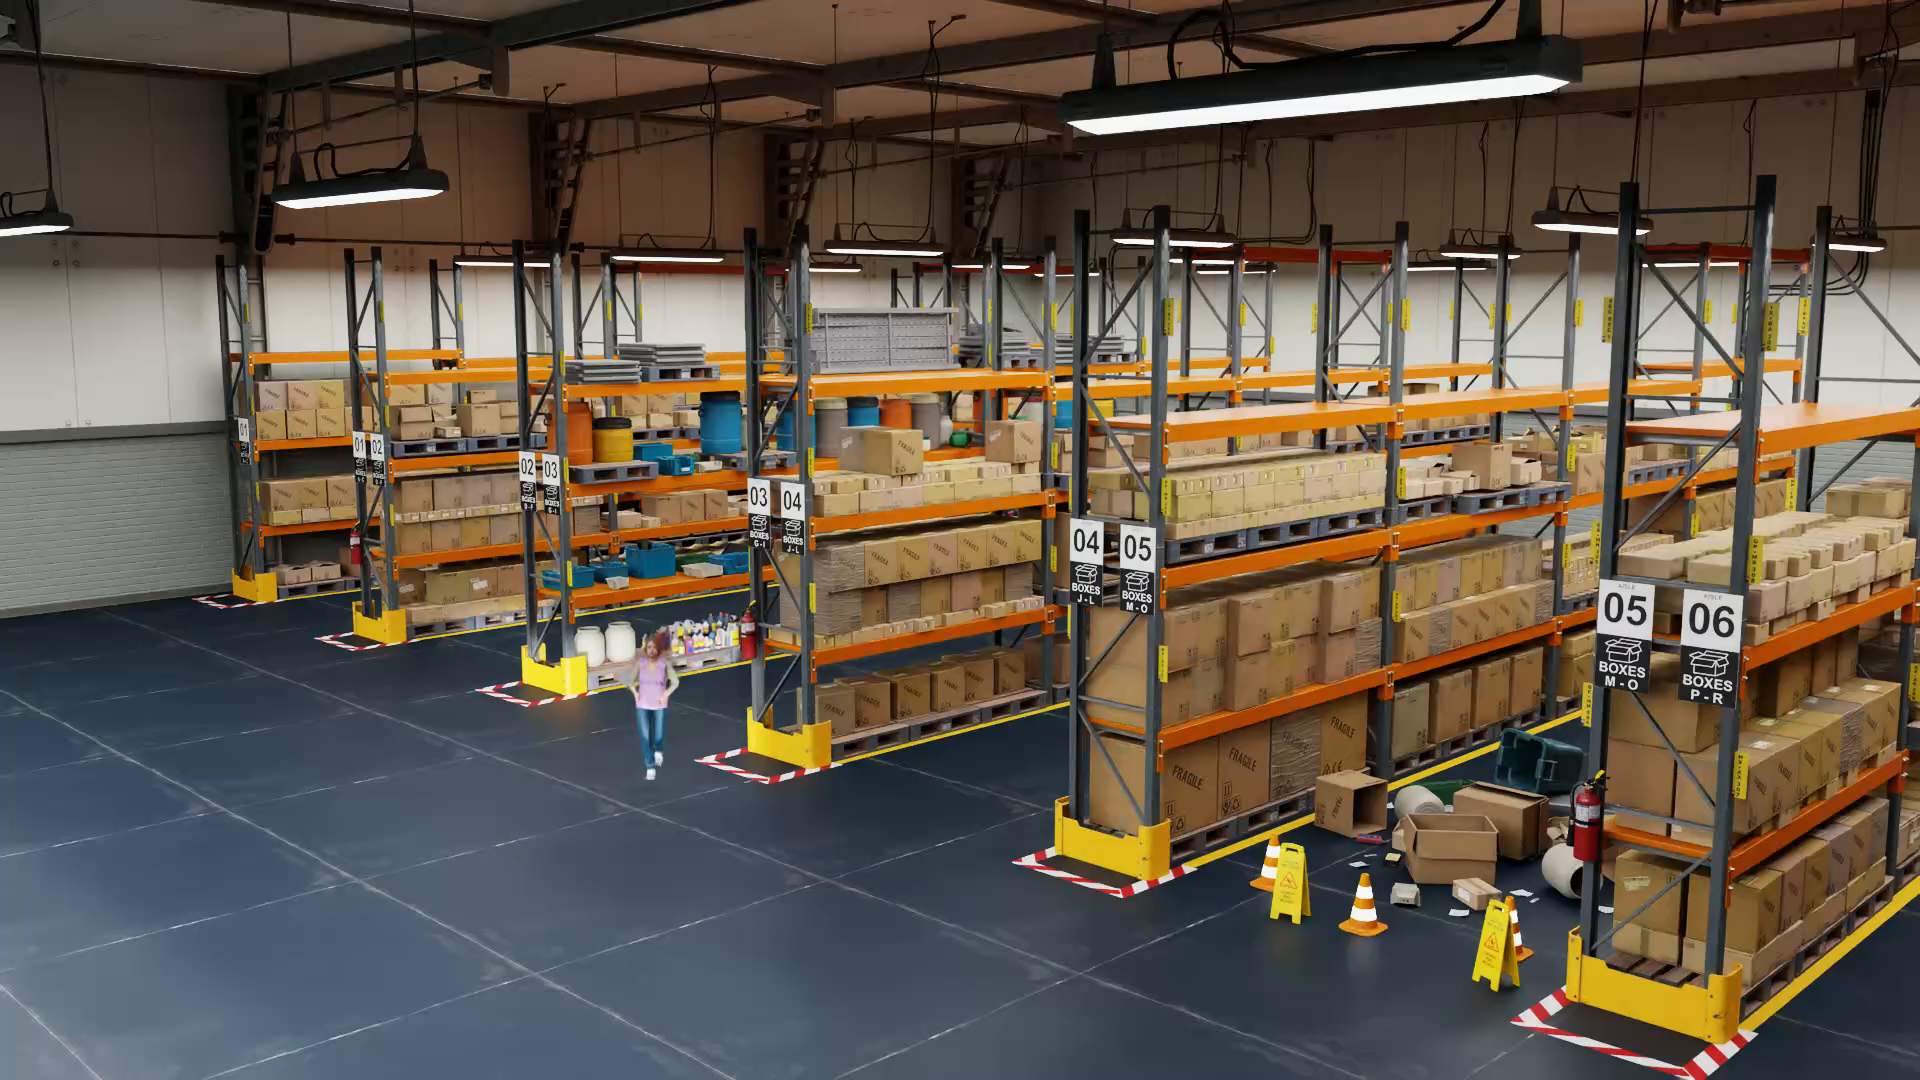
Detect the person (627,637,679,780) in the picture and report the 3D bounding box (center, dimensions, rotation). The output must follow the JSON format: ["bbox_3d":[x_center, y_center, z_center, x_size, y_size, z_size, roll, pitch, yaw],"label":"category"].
[{"bbox_3d":[-3.374,1.842,18.282,0.561,1.569,0.560,-1,8,-4],"label":"person"}]

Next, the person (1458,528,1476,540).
[{"bbox_3d":[8.266,0.557,26.906,0.600,1.663,0.971,6,10,36],"label":"person"}]
